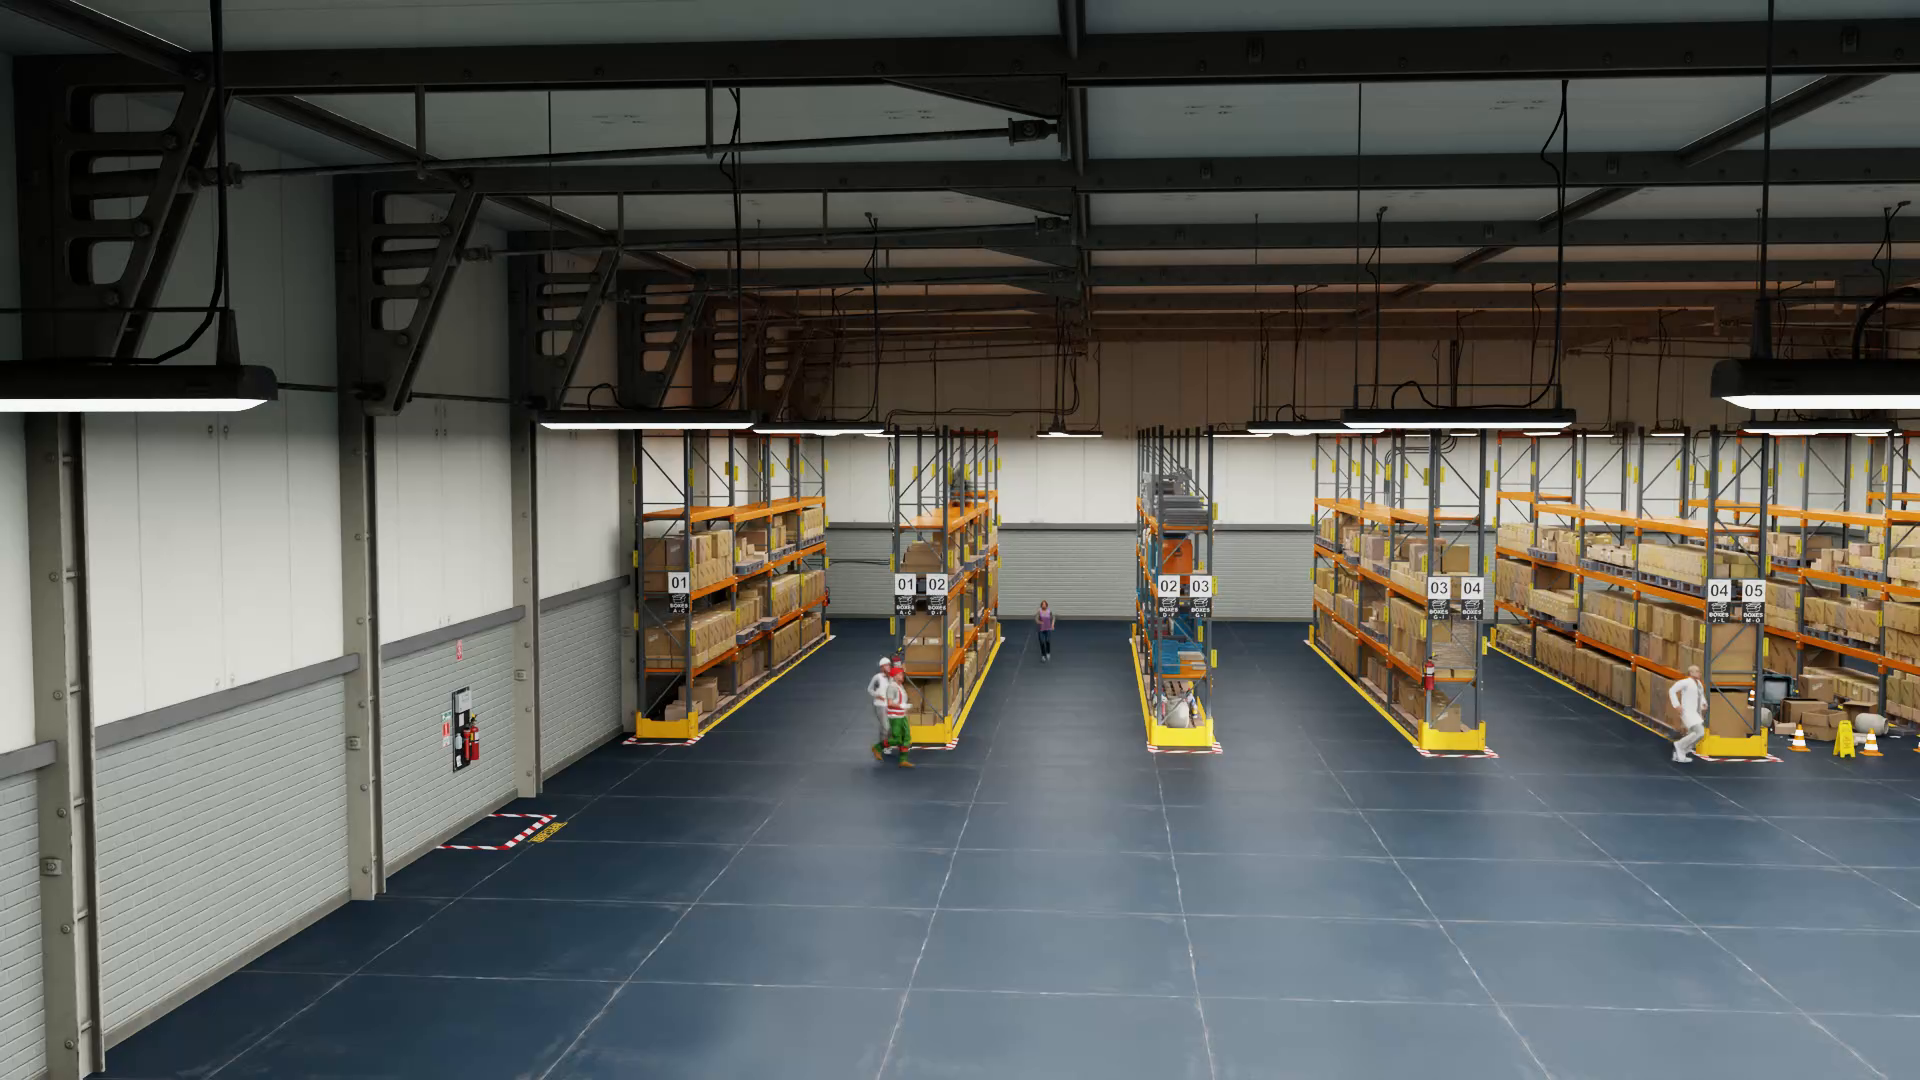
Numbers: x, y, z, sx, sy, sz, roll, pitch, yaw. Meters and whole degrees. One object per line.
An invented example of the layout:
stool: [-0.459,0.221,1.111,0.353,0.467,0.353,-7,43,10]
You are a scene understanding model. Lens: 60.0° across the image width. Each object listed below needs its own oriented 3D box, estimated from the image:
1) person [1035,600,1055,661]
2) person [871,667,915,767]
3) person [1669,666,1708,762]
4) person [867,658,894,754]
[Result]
person: [2.192,2.342,42.884,0.511,1.570,0.636,0,3,6]
person: [-1.138,3.091,29.096,0.761,1.758,0.658,1,4,18]
person: [12.957,3.082,29.454,0.725,1.712,0.587,-3,5,-42]
person: [-1.356,3.034,30.472,0.695,1.743,0.601,-2,4,-30]
